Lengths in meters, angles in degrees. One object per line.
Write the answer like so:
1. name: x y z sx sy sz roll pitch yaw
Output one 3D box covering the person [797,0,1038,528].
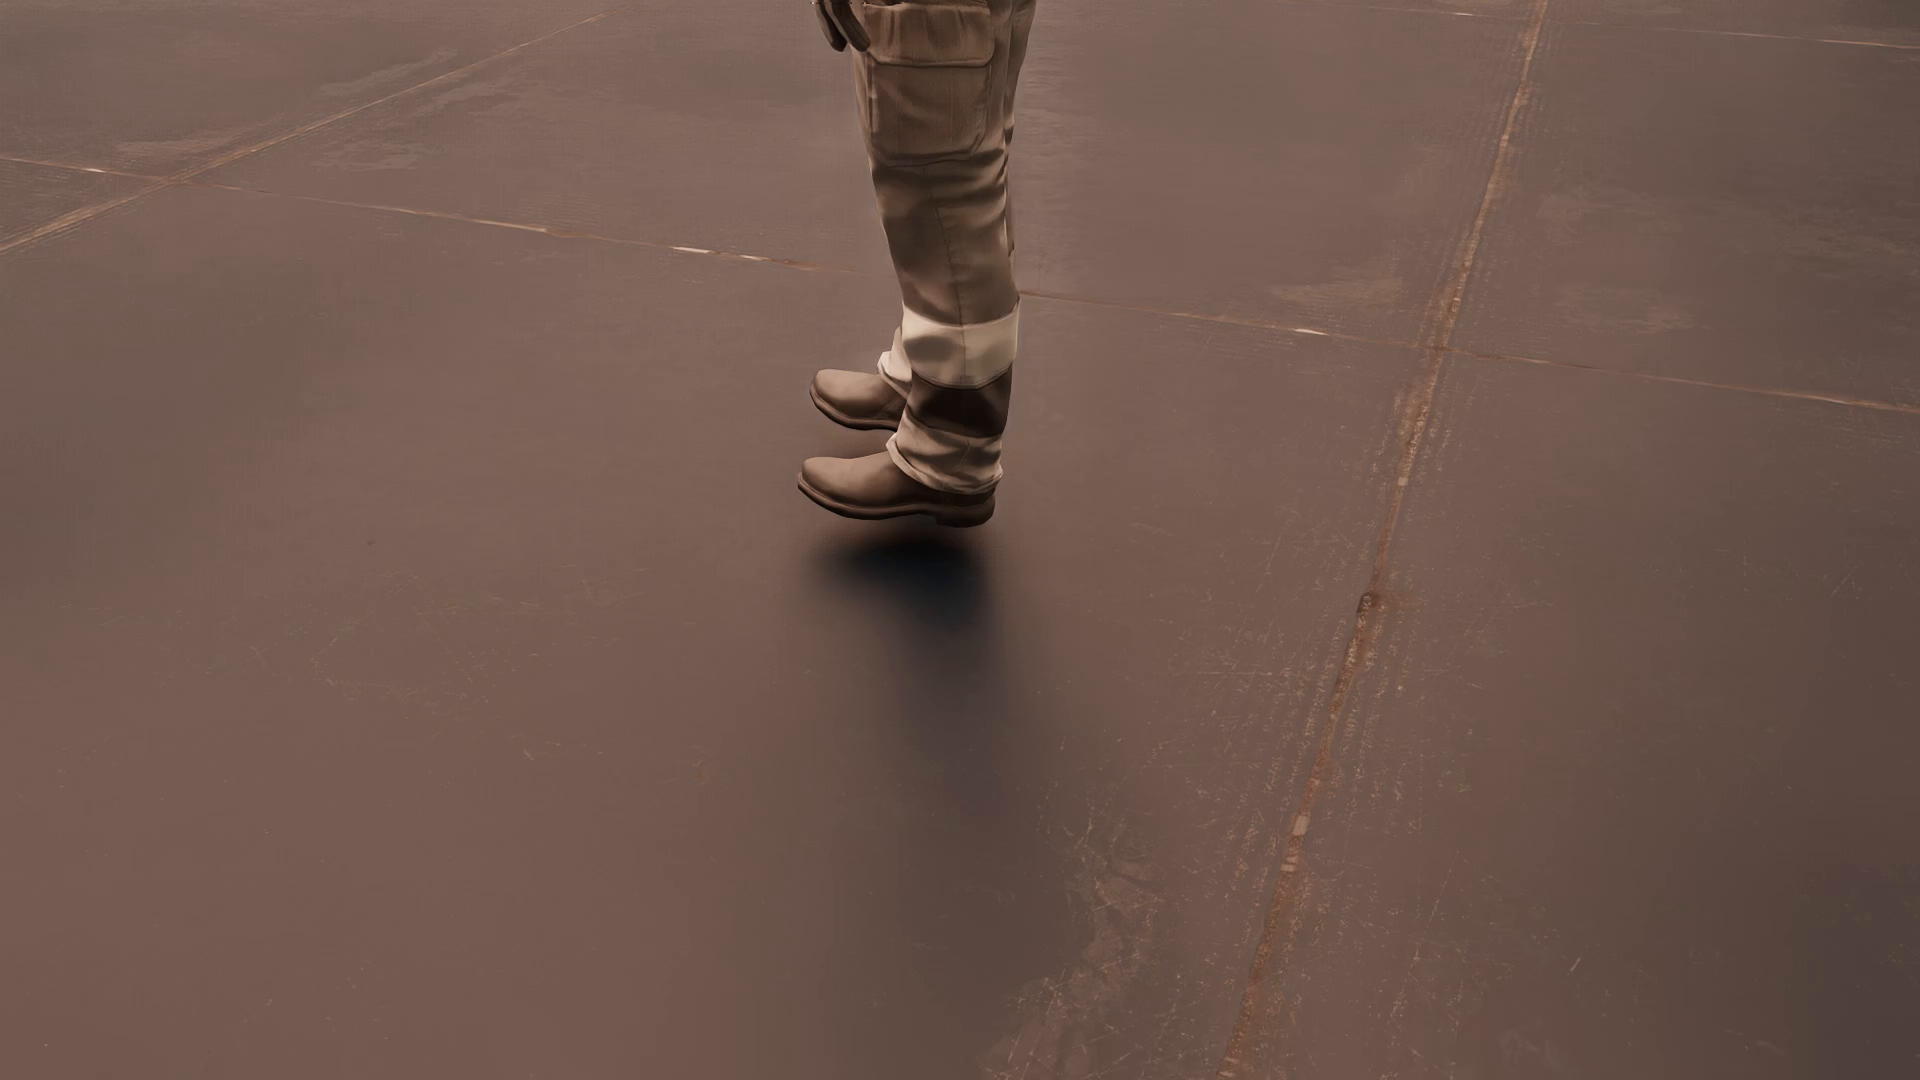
1. person: -0.072 -0.838 2.069 0.561 1.789 0.638 10 31 18
